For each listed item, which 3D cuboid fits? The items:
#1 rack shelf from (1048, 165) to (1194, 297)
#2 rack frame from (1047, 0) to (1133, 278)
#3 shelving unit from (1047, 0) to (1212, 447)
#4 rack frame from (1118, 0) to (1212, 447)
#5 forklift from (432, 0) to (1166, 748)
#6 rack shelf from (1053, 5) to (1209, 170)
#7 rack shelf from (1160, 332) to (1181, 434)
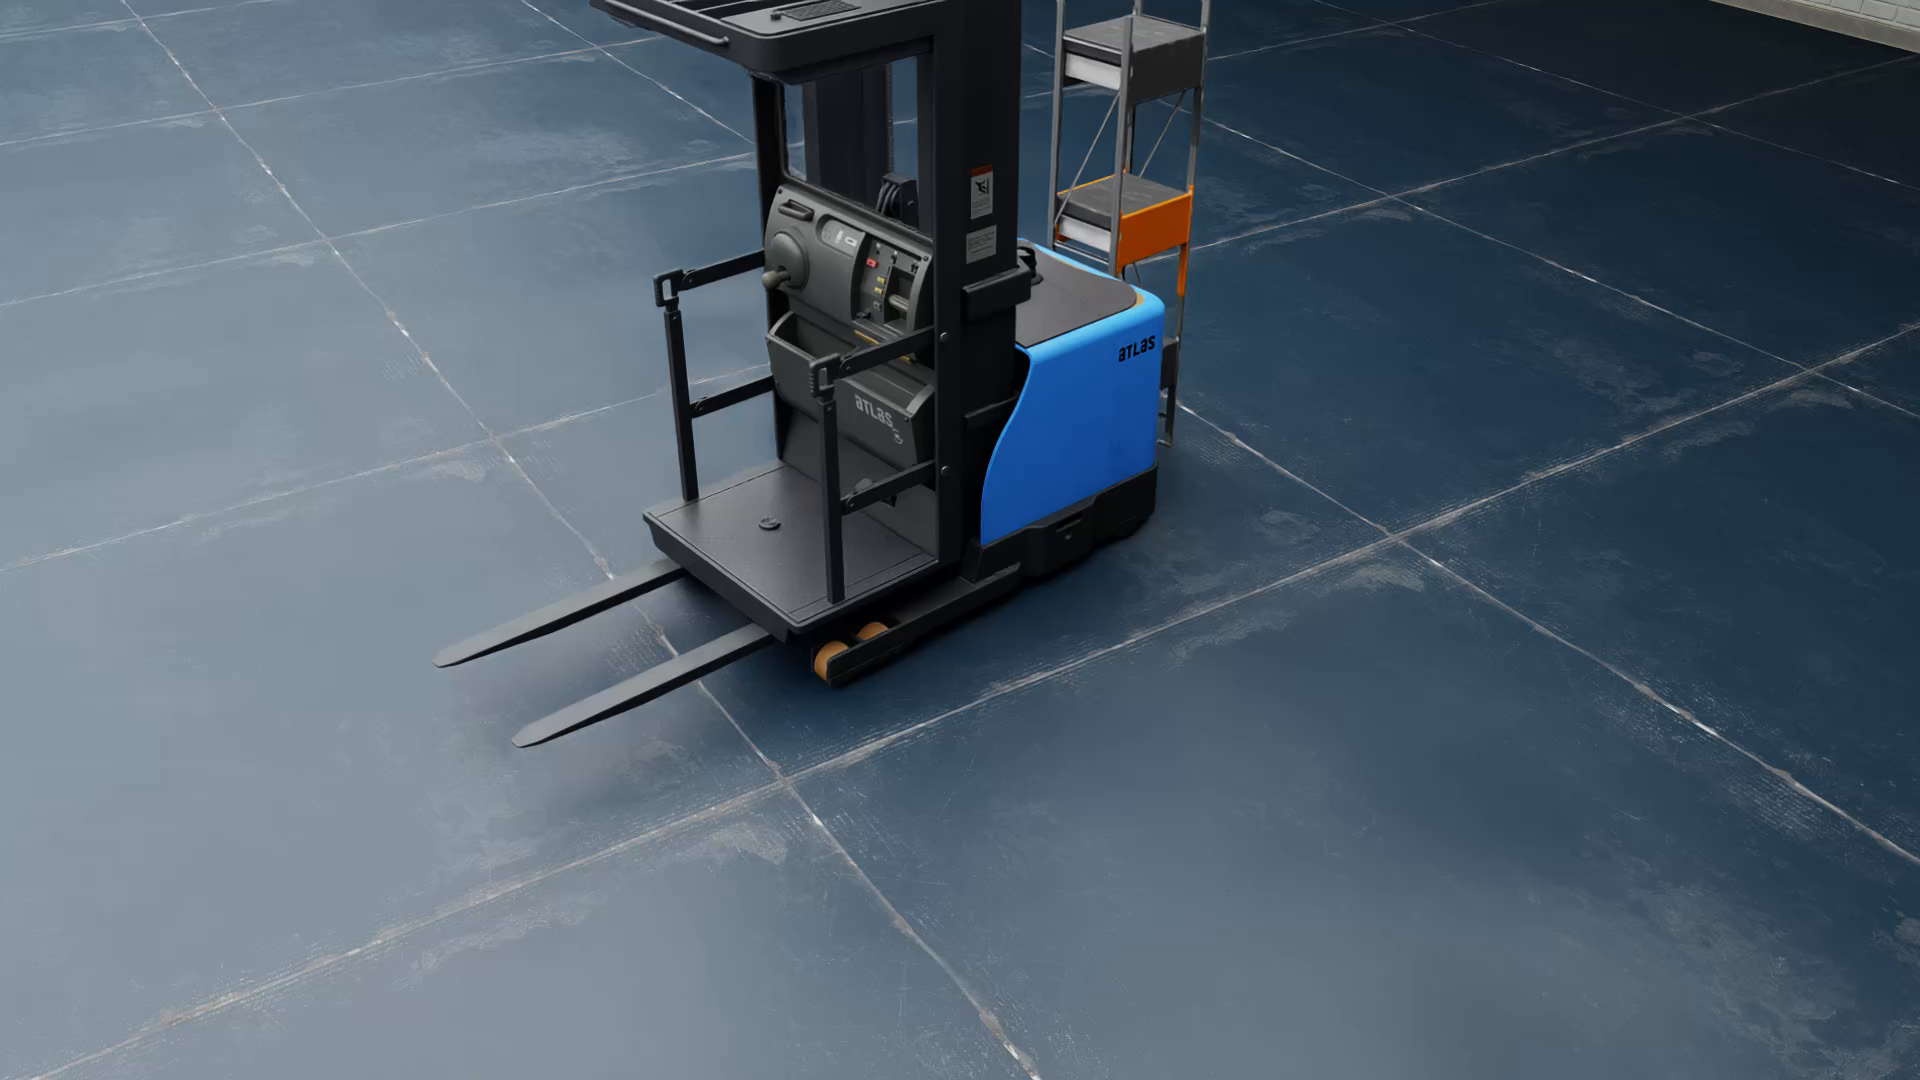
[{"bbox_3d":[0.706,-1.322,7.392,0.480,0.518,0.431,-26,40,-36],"label":"rack shelf"},{"bbox_3d":[0.530,-1.248,7.240,0.015,2.100,0.400,-26,40,-36],"label":"rack frame"},{"bbox_3d":[0.707,-1.333,7.385,0.503,2.100,0.431,-26,40,-36],"label":"shelving unit"},{"bbox_3d":[0.883,-1.419,7.530,0.015,2.100,0.400,-26,40,-36],"label":"rack frame"},{"bbox_3d":[-0.586,-1.001,6.089,3.031,2.935,1.130,-25,40,-34],"label":"forklift"},{"bbox_3d":[0.715,-1.919,7.028,0.480,0.518,0.431,-26,40,-36],"label":"rack shelf"},{"bbox_3d":[0.697,-0.724,7.756,0.480,0.518,0.431,-26,40,-36],"label":"rack shelf"}]
